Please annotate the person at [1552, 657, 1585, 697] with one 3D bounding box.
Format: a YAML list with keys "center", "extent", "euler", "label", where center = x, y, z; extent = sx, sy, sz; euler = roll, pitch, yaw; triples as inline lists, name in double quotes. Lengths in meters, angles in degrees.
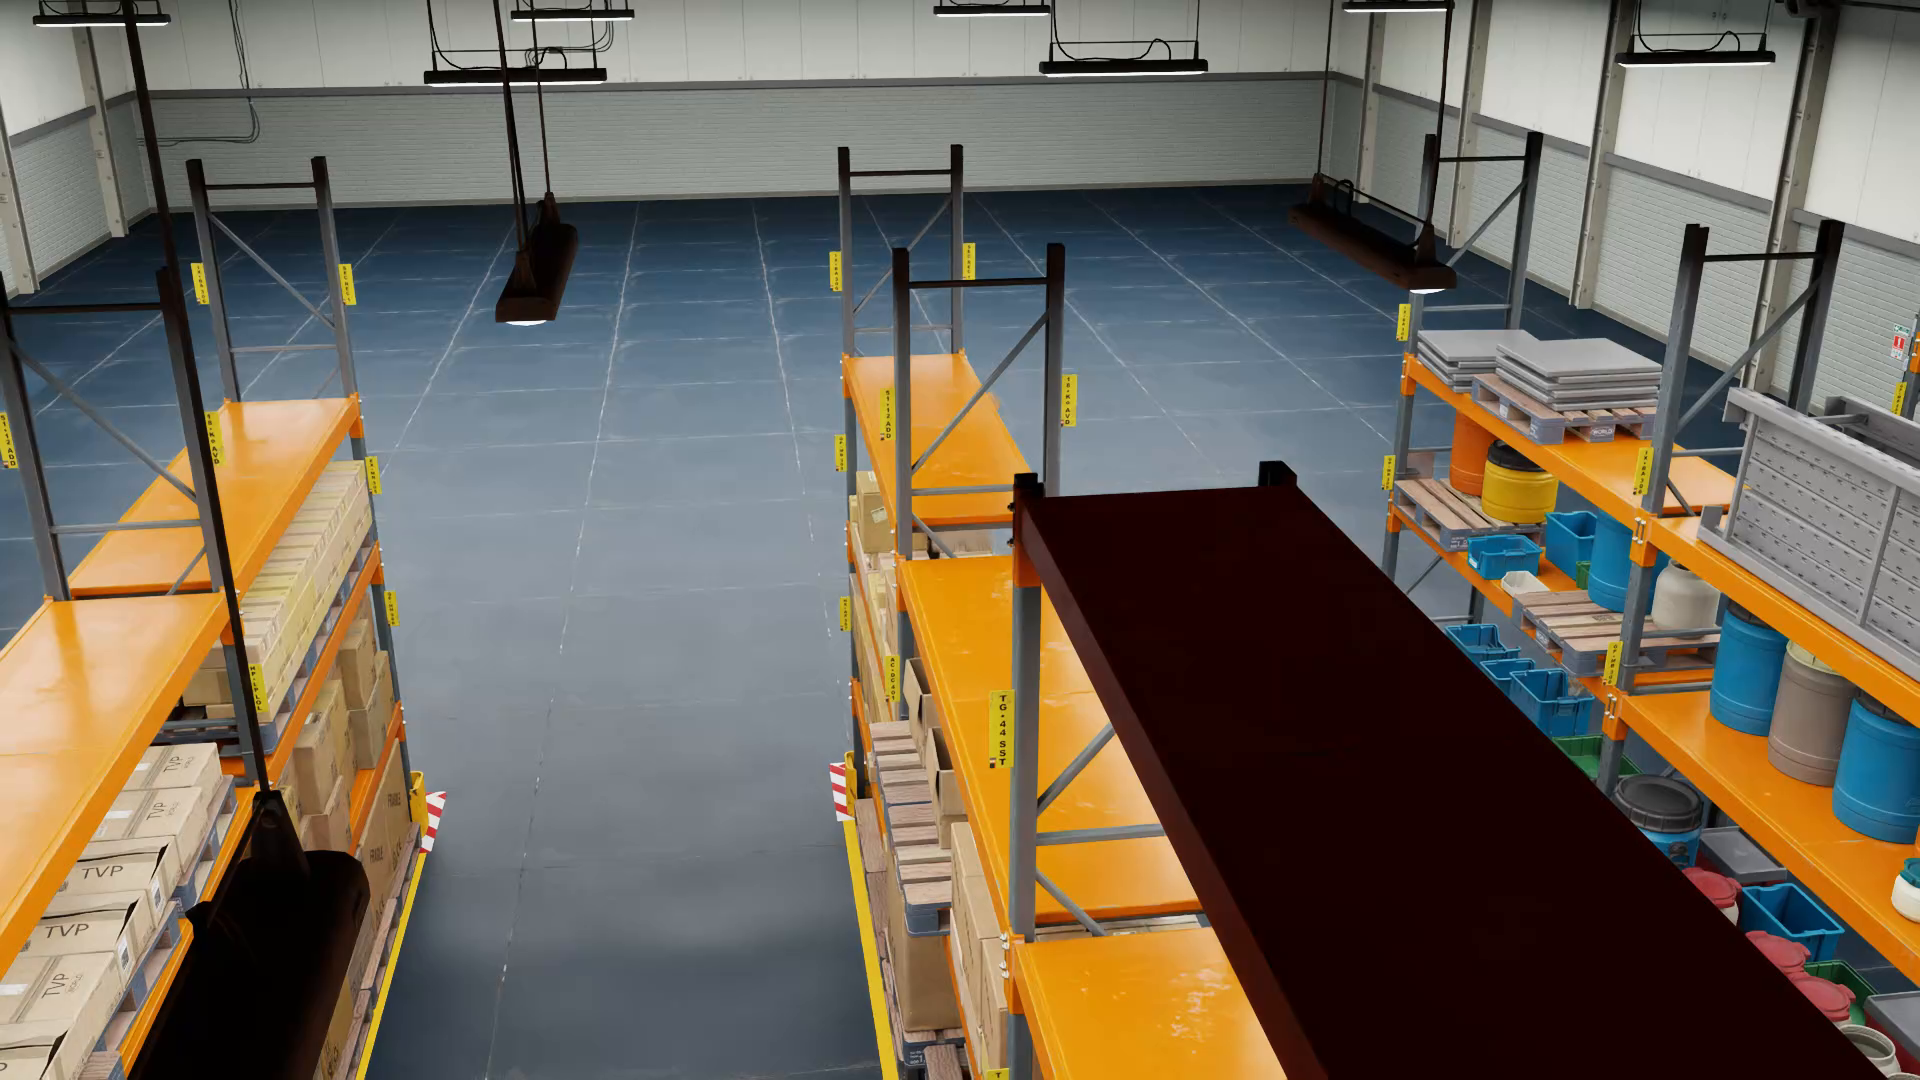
- center: [6.380, 0.770, 17.286]
  extent: [0.499, 1.773, 0.557]
  euler: [2, 22, 4]
  label: "person"
